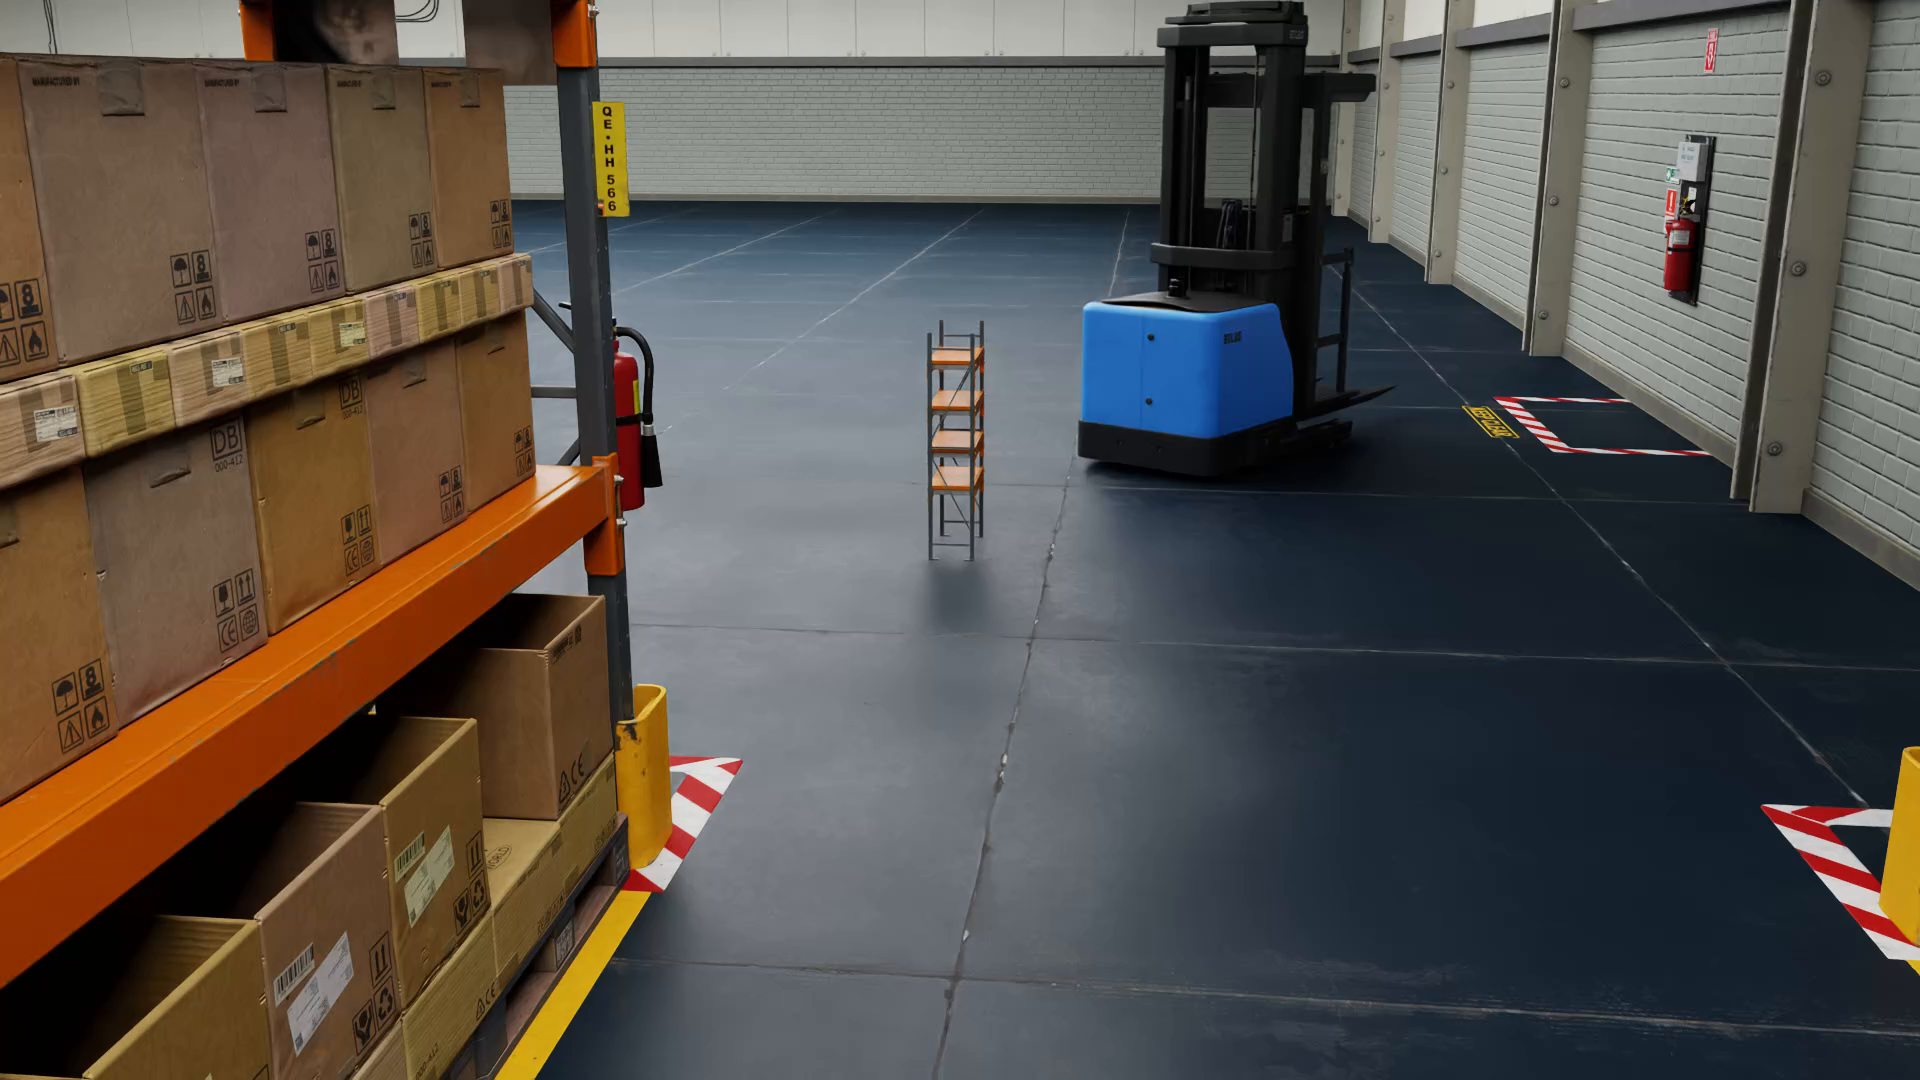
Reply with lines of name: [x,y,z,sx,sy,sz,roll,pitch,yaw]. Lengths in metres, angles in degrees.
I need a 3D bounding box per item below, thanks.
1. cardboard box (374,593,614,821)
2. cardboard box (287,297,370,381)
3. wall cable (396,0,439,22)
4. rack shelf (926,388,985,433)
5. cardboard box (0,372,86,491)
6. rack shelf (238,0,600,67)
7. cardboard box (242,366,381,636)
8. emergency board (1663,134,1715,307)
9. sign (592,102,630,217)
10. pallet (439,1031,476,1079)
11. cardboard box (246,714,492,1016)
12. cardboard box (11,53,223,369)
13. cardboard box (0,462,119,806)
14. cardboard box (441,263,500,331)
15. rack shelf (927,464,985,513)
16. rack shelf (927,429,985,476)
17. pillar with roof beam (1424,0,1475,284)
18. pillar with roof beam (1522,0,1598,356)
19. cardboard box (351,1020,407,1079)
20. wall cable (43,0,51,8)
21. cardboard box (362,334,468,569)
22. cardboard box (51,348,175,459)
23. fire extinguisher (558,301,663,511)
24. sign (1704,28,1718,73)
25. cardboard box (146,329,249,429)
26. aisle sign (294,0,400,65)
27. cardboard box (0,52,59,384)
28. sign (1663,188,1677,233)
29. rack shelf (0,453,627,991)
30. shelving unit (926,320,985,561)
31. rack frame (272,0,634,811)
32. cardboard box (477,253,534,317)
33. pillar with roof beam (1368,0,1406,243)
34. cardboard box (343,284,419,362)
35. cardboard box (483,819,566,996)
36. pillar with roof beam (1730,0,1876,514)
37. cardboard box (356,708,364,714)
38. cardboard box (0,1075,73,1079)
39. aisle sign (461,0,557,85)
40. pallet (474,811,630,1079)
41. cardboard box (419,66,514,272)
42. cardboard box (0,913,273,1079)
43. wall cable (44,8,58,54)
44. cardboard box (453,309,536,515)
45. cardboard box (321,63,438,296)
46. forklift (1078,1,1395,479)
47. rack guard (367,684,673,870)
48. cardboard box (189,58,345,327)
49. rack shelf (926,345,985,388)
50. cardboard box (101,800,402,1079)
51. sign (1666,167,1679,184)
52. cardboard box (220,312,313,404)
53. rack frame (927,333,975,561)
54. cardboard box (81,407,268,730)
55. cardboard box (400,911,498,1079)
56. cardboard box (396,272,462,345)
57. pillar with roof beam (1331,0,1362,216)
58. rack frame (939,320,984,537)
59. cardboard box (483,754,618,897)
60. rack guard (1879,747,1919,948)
cardboard box: [-1.320,0.457,4.751,0.500,0.500,0.500,2,15,6]
cardboard box: [-1.526,-0.442,3.617,0.380,0.149,0.250,2,15,8]
wall cable: [-12.689,-13.789,36.401,2.305,6.003,0.169,2,15,6]
rack shelf: [-0.019,-0.687,8.806,0.258,0.148,0.480,2,15,6]
cardboard box: [-1.643,-0.175,2.630,0.380,0.149,0.250,1,15,5]
rack shelf: [-1.781,-1.035,2.875,1.077,0.370,4.000,2,15,6]
cardboard box: [-1.737,-0.116,3.652,0.700,0.500,0.500,2,15,7]
emergency board: [5.141,-2.297,11.911,0.194,1.169,0.643,2,15,6]
sign: [-1.018,-1.107,4.837,0.100,0.325,0.005,2,15,6]
pallet: [-1.740,1.408,3.550,1.003,0.211,1.213,2,15,6]
cardboard box: [-1.419,0.717,3.790,0.500,0.500,0.500,2,15,6]
cardboard box: [-1.793,-0.596,2.943,0.700,0.500,0.500,2,15,6]
cardboard box: [-1.849,0.154,2.655,0.700,0.500,0.500,2,15,7]
cardboard box: [-1.437,-0.642,4.355,0.380,0.149,0.250,2,15,8]
rack shelf: [-0.019,-0.280,8.916,0.258,0.148,0.480,2,15,6]
rack shelf: [-0.019,-0.471,8.864,0.258,0.148,0.480,2,15,6]
pillar with roof beam: [1.901,-7.792,20.741,9.100,9.000,0.400,2,15,6]
pillar with roof beam: [1.224,-6.236,14.986,9.100,9.000,0.400,2,15,6]
cardboard box: [-1.480,1.209,3.409,0.500,0.250,0.500,2,15,6]
wall cable: [-19.432,-13.290,37.346,3.097,2.526,0.112,2,15,6]
cardboard box: [-1.675,-0.244,4.128,0.700,0.500,0.500,2,15,8]
cardboard box: [-1.613,-0.243,2.880,0.380,0.149,0.250,2,15,6]
fire extinguisher: [-1.081,-0.433,5.164,0.296,0.674,0.183,2,15,6]
sign: [5.241,-3.415,11.605,0.001,0.298,0.199,2,15,6]
cardboard box: [-1.582,-0.307,3.118,0.380,0.149,0.250,1,15,5]
aisle sign: [-1.852,-1.734,4.848,0.394,0.787,0.004,2,15,6]
cardboard box: [-1.850,-0.466,2.464,0.700,0.500,0.500,2,15,6]
sign: [5.306,-2.455,12.425,0.001,0.329,0.234,2,15,6]
rack shelf: [-1.781,0.413,3.267,1.077,0.370,4.000,2,15,6]
shelving unit: [-0.019,-0.536,8.847,0.258,1.200,0.503,2,15,6]
rack frame: [-1.556,-0.453,5.091,1.000,3.000,0.127,2,15,6]
cardboard box: [-1.409,-0.710,4.606,0.380,0.149,0.250,1,15,5]
pillar with roof beam: [2.578,-9.349,26.496,9.100,9.000,0.400,2,15,6]
cardboard box: [-1.497,-0.510,3.869,0.380,0.149,0.250,2,15,7]
cardboard box: [-1.367,0.949,4.368,0.500,0.250,0.500,2,15,6]
pillar with roof beam: [0.547,-4.680,9.231,9.100,9.000,0.400,2,15,6]
cardboard box: [-1.892,0.572,4.328,0.500,0.500,0.500,2,15,6]
cardboard box: [-1.595,1.106,2.352,0.500,0.500,0.500,2,15,6]
aisle sign: [-1.256,-1.716,4.783,0.394,0.787,0.004,2,15,6]
pallet: [-1.600,1.092,4.717,1.003,0.211,1.213,2,15,6]
cardboard box: [-1.627,-0.993,4.412,0.700,0.500,0.500,2,15,6]
cardboard box: [-1.531,0.976,2.831,0.500,0.500,0.500,2,15,6]
wall cable: [-22.120,-10.932,38.300,3.097,2.526,0.112,2,15,6]
cardboard box: [-1.621,-0.381,4.632,0.700,0.500,0.500,2,15,6]
cardboard box: [-1.681,-0.857,3.907,0.700,0.500,0.500,1,15,5]
forklift: [2.096,-2.121,11.391,1.130,2.935,3.031,12,19,38]
rack guard: [-1.553,0.747,5.441,1.175,0.500,0.348,2,15,6]
cardboard box: [-1.737,-0.726,3.423,0.700,0.500,0.500,2,15,6]
rack shelf: [-0.019,-0.916,8.744,0.258,0.148,0.480,2,15,6]
cardboard box: [-1.476,0.847,3.311,0.500,0.500,0.500,2,15,6]
sign: [5.297,-2.710,12.353,0.001,0.109,0.331,2,15,6]
cardboard box: [-1.554,-0.374,3.364,0.380,0.149,0.250,2,15,8]
rack frame: [-0.046,-0.473,8.613,0.240,1.200,0.015,2,15,6]
cardboard box: [-1.793,0.021,3.147,0.700,0.500,0.500,2,15,8]
cardboard box: [-1.422,1.079,3.888,0.500,0.250,0.500,2,15,6]
cardboard box: [-1.466,-0.576,4.110,0.380,0.149,0.250,1,15,5]
pillar with roof beam: [3.255,-10.905,32.251,9.100,9.000,0.400,2,15,6]
rack frame: [0.009,-0.600,9.081,0.240,1.200,0.015,2,15,6]
cardboard box: [-1.322,0.819,4.849,0.500,0.250,0.500,2,15,6]
rack guard: [3.358,0.918,4.809,1.175,0.500,0.348,2,15,6]
